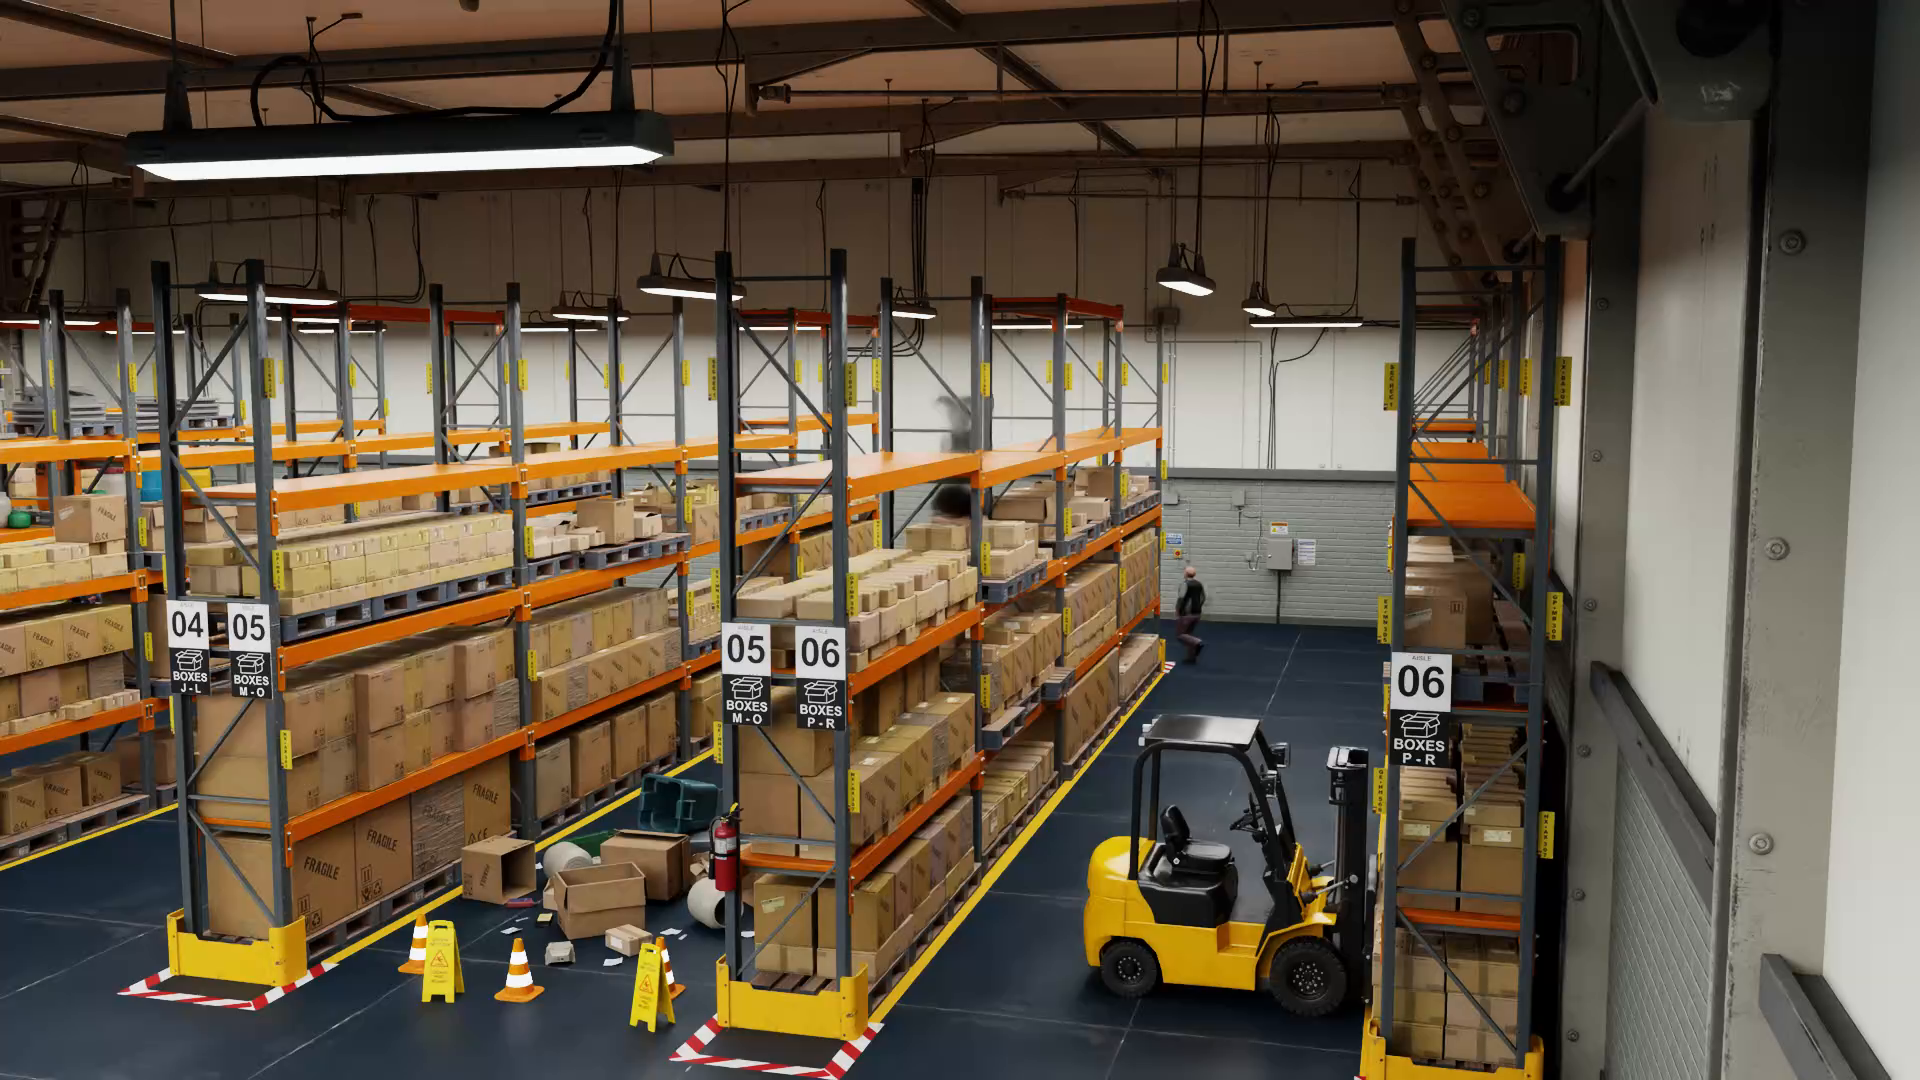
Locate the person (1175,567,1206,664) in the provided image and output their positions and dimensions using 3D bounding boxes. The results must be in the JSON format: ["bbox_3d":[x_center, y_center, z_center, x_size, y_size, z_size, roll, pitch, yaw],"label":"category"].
[{"bbox_3d":[3.980,1.315,28.630,0.677,1.697,0.651,-4,7,-36],"label":"person"}]
